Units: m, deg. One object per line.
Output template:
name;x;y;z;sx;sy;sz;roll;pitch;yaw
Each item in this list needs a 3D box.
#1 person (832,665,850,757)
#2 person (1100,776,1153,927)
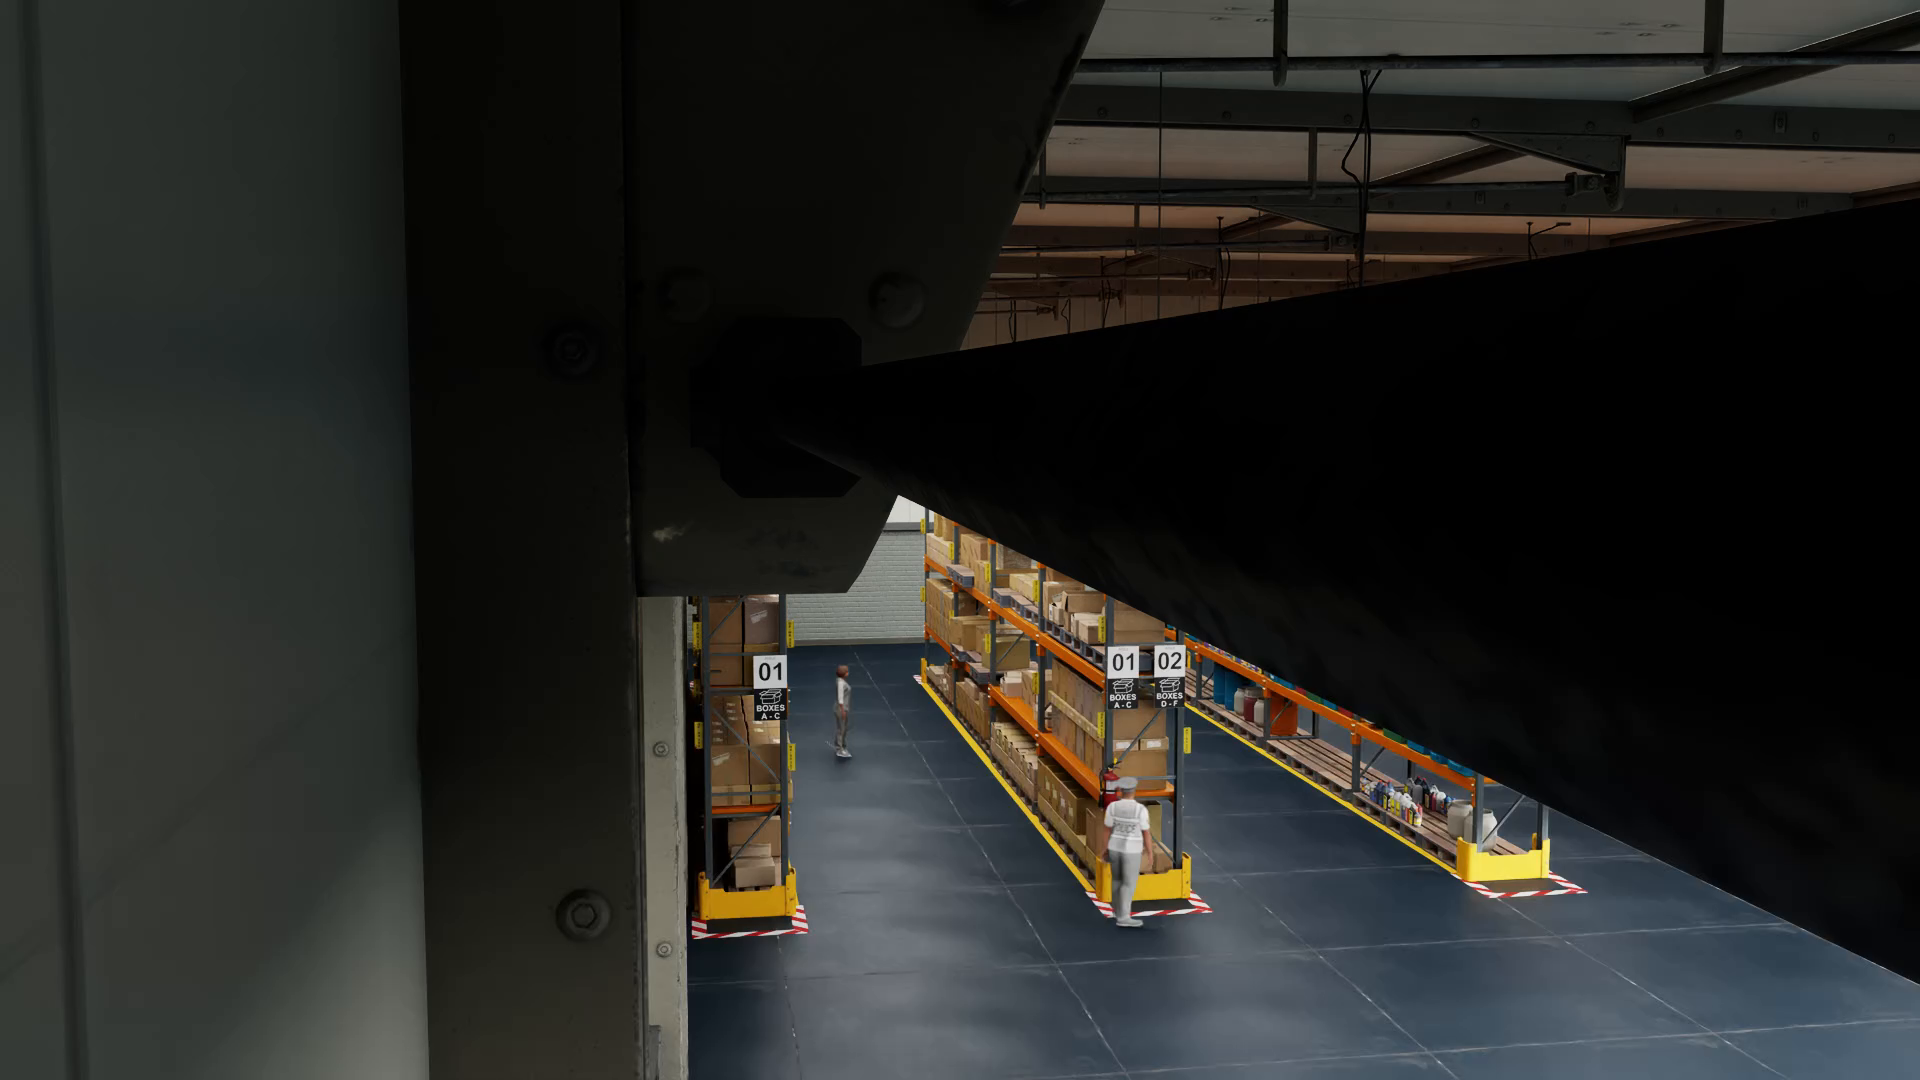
person;-2.069;3.008;29.100;0.332;1.659;0.501;0;5;-2
person;2.035;3.704;19.909;0.591;1.766;0.578;4;7;40
